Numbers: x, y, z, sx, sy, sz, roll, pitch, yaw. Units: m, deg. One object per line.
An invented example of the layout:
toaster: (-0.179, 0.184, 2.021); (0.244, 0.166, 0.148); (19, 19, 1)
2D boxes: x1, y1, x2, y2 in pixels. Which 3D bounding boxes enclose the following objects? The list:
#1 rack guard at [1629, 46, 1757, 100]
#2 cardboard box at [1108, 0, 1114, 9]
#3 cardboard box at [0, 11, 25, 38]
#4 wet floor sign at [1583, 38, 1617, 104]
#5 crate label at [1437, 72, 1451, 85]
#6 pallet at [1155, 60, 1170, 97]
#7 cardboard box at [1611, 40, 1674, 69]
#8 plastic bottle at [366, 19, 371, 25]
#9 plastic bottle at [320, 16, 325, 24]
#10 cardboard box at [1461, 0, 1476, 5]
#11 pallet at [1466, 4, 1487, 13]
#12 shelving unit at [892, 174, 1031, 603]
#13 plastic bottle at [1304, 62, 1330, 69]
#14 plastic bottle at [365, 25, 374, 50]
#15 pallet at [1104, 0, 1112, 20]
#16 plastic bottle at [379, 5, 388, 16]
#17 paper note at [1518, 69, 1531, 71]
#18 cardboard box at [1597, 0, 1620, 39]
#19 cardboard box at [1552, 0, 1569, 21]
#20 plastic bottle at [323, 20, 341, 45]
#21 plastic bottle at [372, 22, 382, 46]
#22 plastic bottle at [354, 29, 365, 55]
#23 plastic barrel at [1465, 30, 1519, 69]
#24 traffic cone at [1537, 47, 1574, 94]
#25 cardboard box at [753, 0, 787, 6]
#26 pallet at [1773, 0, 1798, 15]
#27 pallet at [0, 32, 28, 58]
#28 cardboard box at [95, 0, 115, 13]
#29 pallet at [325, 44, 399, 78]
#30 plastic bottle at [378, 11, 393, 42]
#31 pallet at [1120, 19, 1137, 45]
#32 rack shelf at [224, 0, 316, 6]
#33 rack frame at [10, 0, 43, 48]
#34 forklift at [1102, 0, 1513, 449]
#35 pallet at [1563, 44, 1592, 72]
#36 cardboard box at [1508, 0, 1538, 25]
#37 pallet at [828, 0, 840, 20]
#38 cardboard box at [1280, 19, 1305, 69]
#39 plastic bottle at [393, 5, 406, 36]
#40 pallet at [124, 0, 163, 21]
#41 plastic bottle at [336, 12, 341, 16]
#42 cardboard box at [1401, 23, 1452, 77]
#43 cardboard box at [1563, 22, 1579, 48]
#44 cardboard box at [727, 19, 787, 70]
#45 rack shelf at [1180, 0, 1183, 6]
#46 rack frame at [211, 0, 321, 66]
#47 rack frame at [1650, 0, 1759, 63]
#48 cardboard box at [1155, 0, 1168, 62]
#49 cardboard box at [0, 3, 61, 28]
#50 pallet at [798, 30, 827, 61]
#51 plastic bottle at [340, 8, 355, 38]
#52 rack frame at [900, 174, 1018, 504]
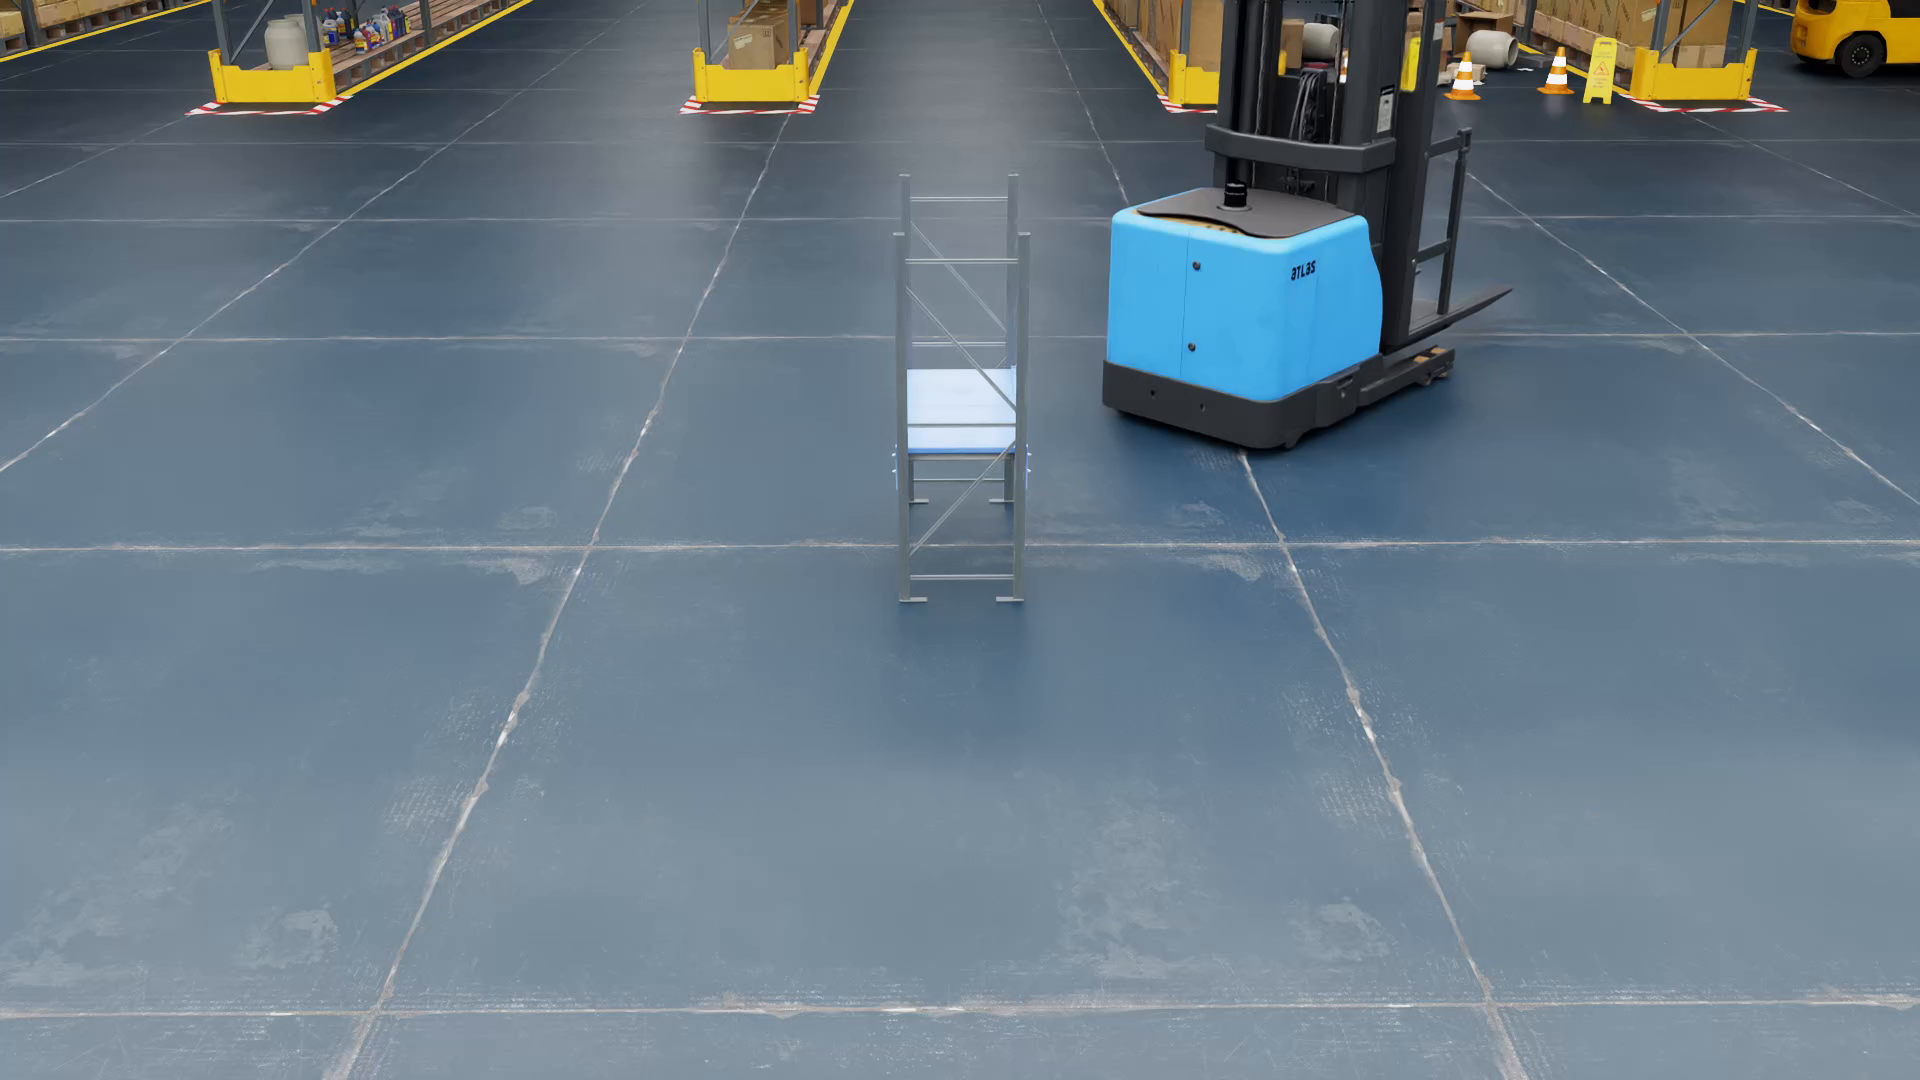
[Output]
rack guard: (7.726, -4.928, 17.540); (1.175, 0.500, 0.348); (0, 24, -1)
cardboard box: (2.620, -7.823, 23.128); (1.050, 0.750, 0.750); (0, 24, 0)
cardboard box: (-11.909, -6.345, 20.467); (0.500, 0.250, 0.500); (0, 24, -1)
wet floor sign: (6.659, -4.880, 17.258); (0.267, 0.644, 0.232); (8, 26, 18)
crate label: (5.255, -5.082, 18.320); (0.250, 0.136, 0.298); (-14, 28, -28)
pallet: (2.691, -5.031, 18.117); (1.003, 0.211, 1.213); (0, 24, -1)
cardboard box: (7.448, -5.316, 18.192); (0.500, 0.250, 0.500); (0, 24, -1)
plastic bottle: (-6.987, -6.036, 19.719); (0.061, 0.283, 0.133); (0, 24, -1)
plastic bottle: (-7.623, -6.100, 19.859); (0.061, 0.283, 0.133); (1, 24, 2)
cardboard box: (7.652, -7.790, 23.513); (0.950, 0.372, 0.625); (-1, 24, -2)
pallet: (7.657, -7.239, 22.999); (1.003, 0.211, 1.213); (0, 24, -1)
shelving unit: (0.001, -0.648, 6.863); (0.538, 1.500, 1.048); (0, 24, -1)
plastic bottle: (4.177, -5.546, 19.438); (0.283, 0.061, 0.133); (-9, 26, -19)
plastic bottle: (-6.847, -5.816, 19.247); (0.097, 0.271, 0.097); (0, 24, 0)
pallet: (2.624, -7.673, 23.959); (1.003, 0.211, 1.213); (0, 24, -1)
plastic bottle: (-7.028, -6.346, 20.323); (0.144, 0.351, 0.185); (0, 24, -1)
paper note: (6.571, -5.465, 19.297); (0.142, 0.019, 0.148); (-9, 26, -19)
cardboard box: (7.448, -5.860, 18.484); (0.500, 0.500, 0.500); (1, 24, 1)
cardboard box: (7.437, -6.500, 19.898); (0.500, 0.500, 0.500); (1, 24, 2)
plastic bottle: (-7.431, -6.001, 19.649); (0.152, 0.276, 0.135); (0, 24, -1)
plastic bottle: (-6.851, -5.941, 19.523); (0.097, 0.271, 0.097); (0, 24, 0)
plastic bottle: (-6.844, -5.675, 18.935); (0.097, 0.271, 0.097); (0, 24, 0)
plastic barrel: (6.190, -5.707, 19.354); (0.512, 0.421, 0.421); (19, 30, 35)
traffic cone: (6.432, -5.052, 17.858); (0.336, 0.463, 0.334); (0, 24, -1)
cardboard box: (-2.163, -6.036, 19.479); (0.500, 0.500, 0.500); (-2, 24, -5)
pallet: (12.573, -7.747, 24.122); (1.003, 0.211, 1.213); (0, 24, -1)
pallet: (-12.166, -5.998, 20.257); (1.003, 0.211, 1.213); (0, 24, -1)
cardboard box: (-11.906, -7.336, 22.658); (0.500, 0.250, 0.500); (0, 24, 0)
pallet: (-7.197, -5.566, 19.301); (1.003, 0.211, 1.213); (0, 24, -1)
plastic bottle: (-6.878, -6.135, 19.855); (0.144, 0.351, 0.185); (0, 24, -1)
pallet: (2.650, -6.668, 21.736); (1.003, 0.211, 1.213); (0, 24, -1)
rack shelf: (-7.157, -6.466, 18.779); (1.077, 0.370, 4.000); (0, 24, -1)
rack frame: (-12.132, -7.597, 20.407); (1.000, 3.000, 0.127); (0, 24, -1)
forklift: (2.101, -2.301, 8.781); (1.130, 2.935, 3.031); (20, 31, 38)
pallet: (7.742, -5.633, 19.449); (1.003, 0.211, 1.213); (0, 24, -1)
cardboard box: (7.675, -6.895, 21.533); (0.950, 0.372, 0.625); (0, 24, 0)
pallet: (-2.263, -7.696, 24.009); (1.003, 0.211, 1.213); (0, 24, -1)
cardboard box: (3.777, -5.848, 19.570); (0.500, 0.500, 0.500); (4, 25, 9)
plastic bottle: (-6.884, -6.347, 20.324); (0.144, 0.351, 0.185); (-1, 24, -2)
pallet: (-12.206, -7.635, 23.875); (1.003, 0.211, 1.213); (0, 24, -1)
plastic bottle: (-7.583, -6.311, 20.334); (0.152, 0.276, 0.135); (1, 24, 1)
cardboard box: (5.176, -5.611, 19.046); (0.797, 0.503, 0.637); (-19, 31, -36)
cardboard box: (7.445, -5.940, 19.571); (0.500, 0.250, 0.500); (-1, 24, -1)
cardboard box: (-2.173, -5.301, 17.855); (0.500, 0.500, 0.500); (4, 25, 9)
rack shelf: (2.756, -6.469, 18.785); (1.077, 0.370, 4.000); (0, 24, -1)
rack frame: (-7.136, -5.969, 16.808); (1.000, 3.000, 0.127); (0, 24, -1)
rack frame: (7.727, -6.036, 16.956); (1.000, 3.000, 0.127); (0, 24, -1)
cardboard box: (2.693, -5.837, 18.585); (0.875, 0.875, 0.875); (-1, 24, -1)
cardboard box: (-11.889, -6.703, 21.257); (0.500, 0.250, 0.500); (-1, 24, -2)
pallet: (-2.184, -6.093, 20.465); (1.003, 0.211, 1.213); (0, 24, -1)
plastic bottle: (-7.441, -6.277, 20.170); (0.144, 0.351, 0.185); (0, 24, -1)
rack frame: (-0.005, -0.858, 7.326); (0.500, 1.500, 0.032); (0, 24, -1)
